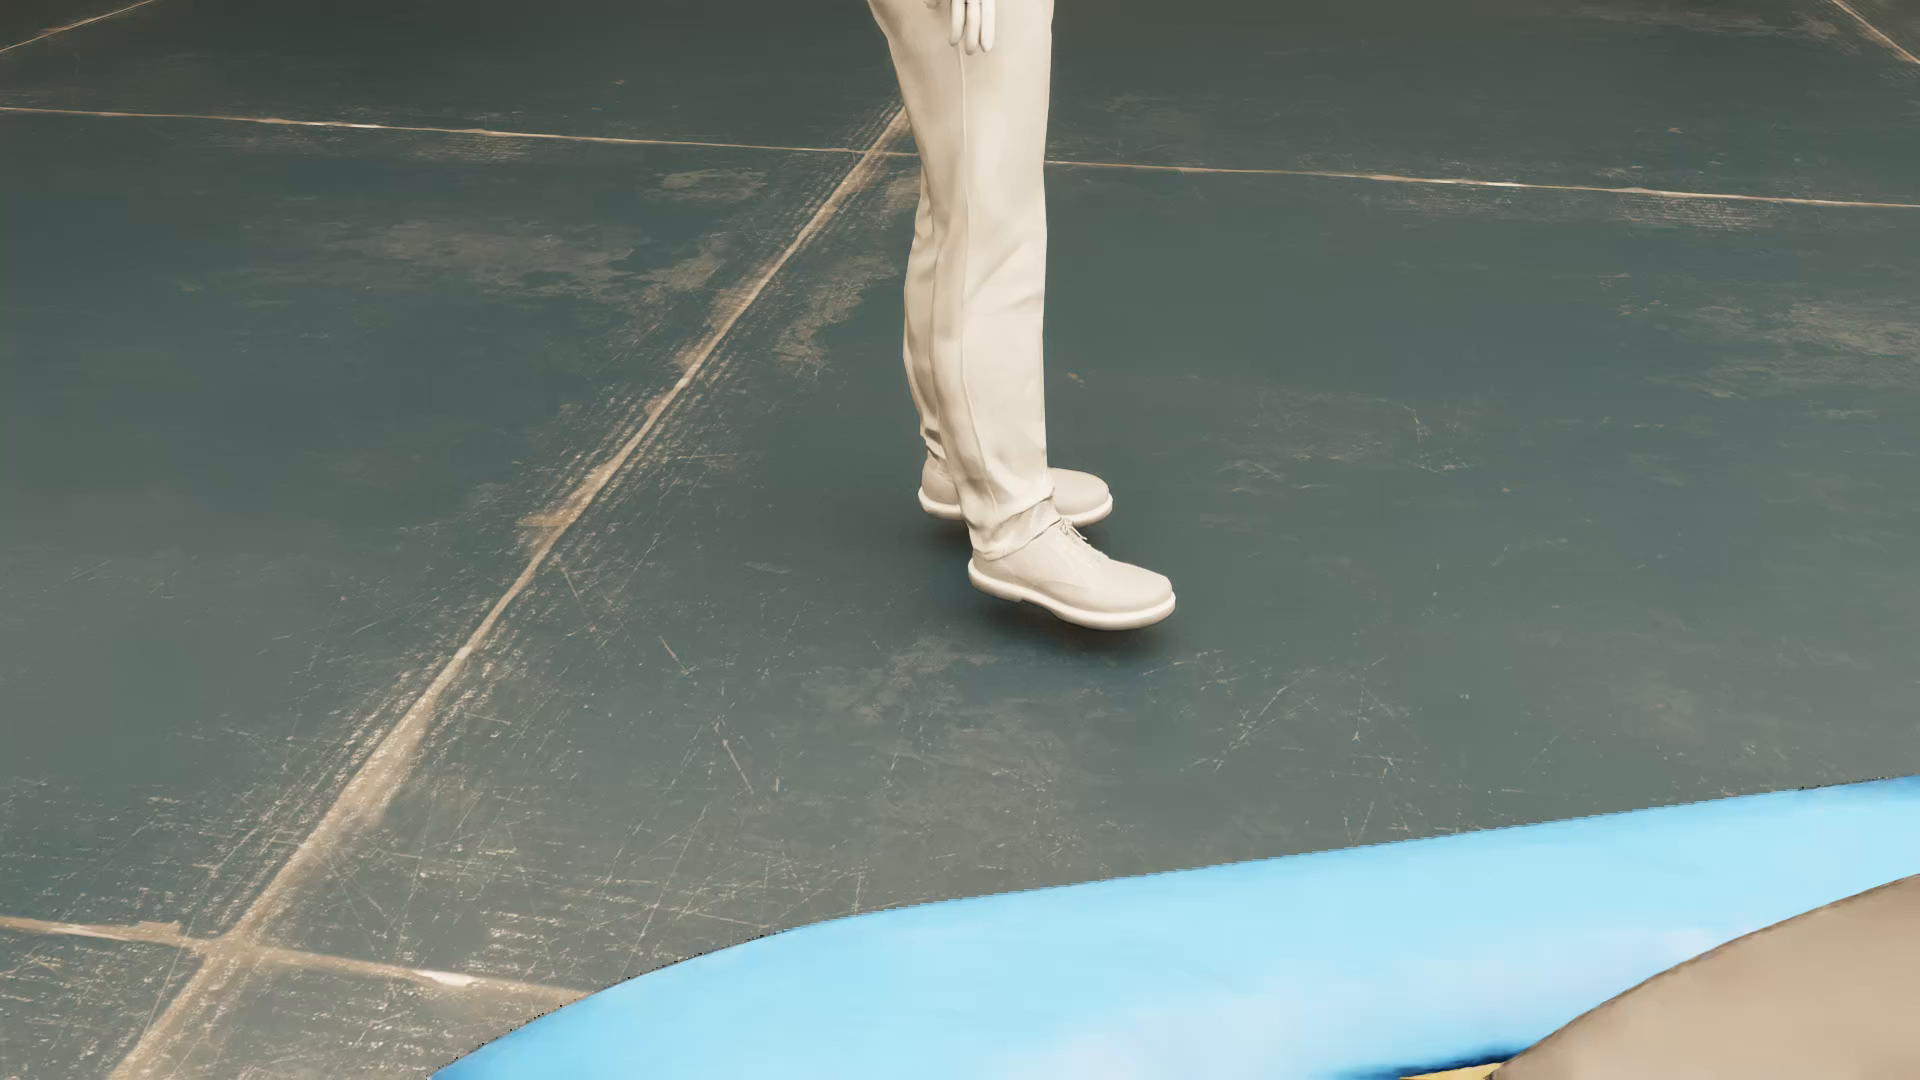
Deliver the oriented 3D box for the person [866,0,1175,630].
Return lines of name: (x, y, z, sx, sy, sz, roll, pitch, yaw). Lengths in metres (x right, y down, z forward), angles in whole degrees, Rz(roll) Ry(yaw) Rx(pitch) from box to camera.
person: (0.066, -0.774, 2.050, 0.531, 1.695, 0.587, 5, 29, 9)
